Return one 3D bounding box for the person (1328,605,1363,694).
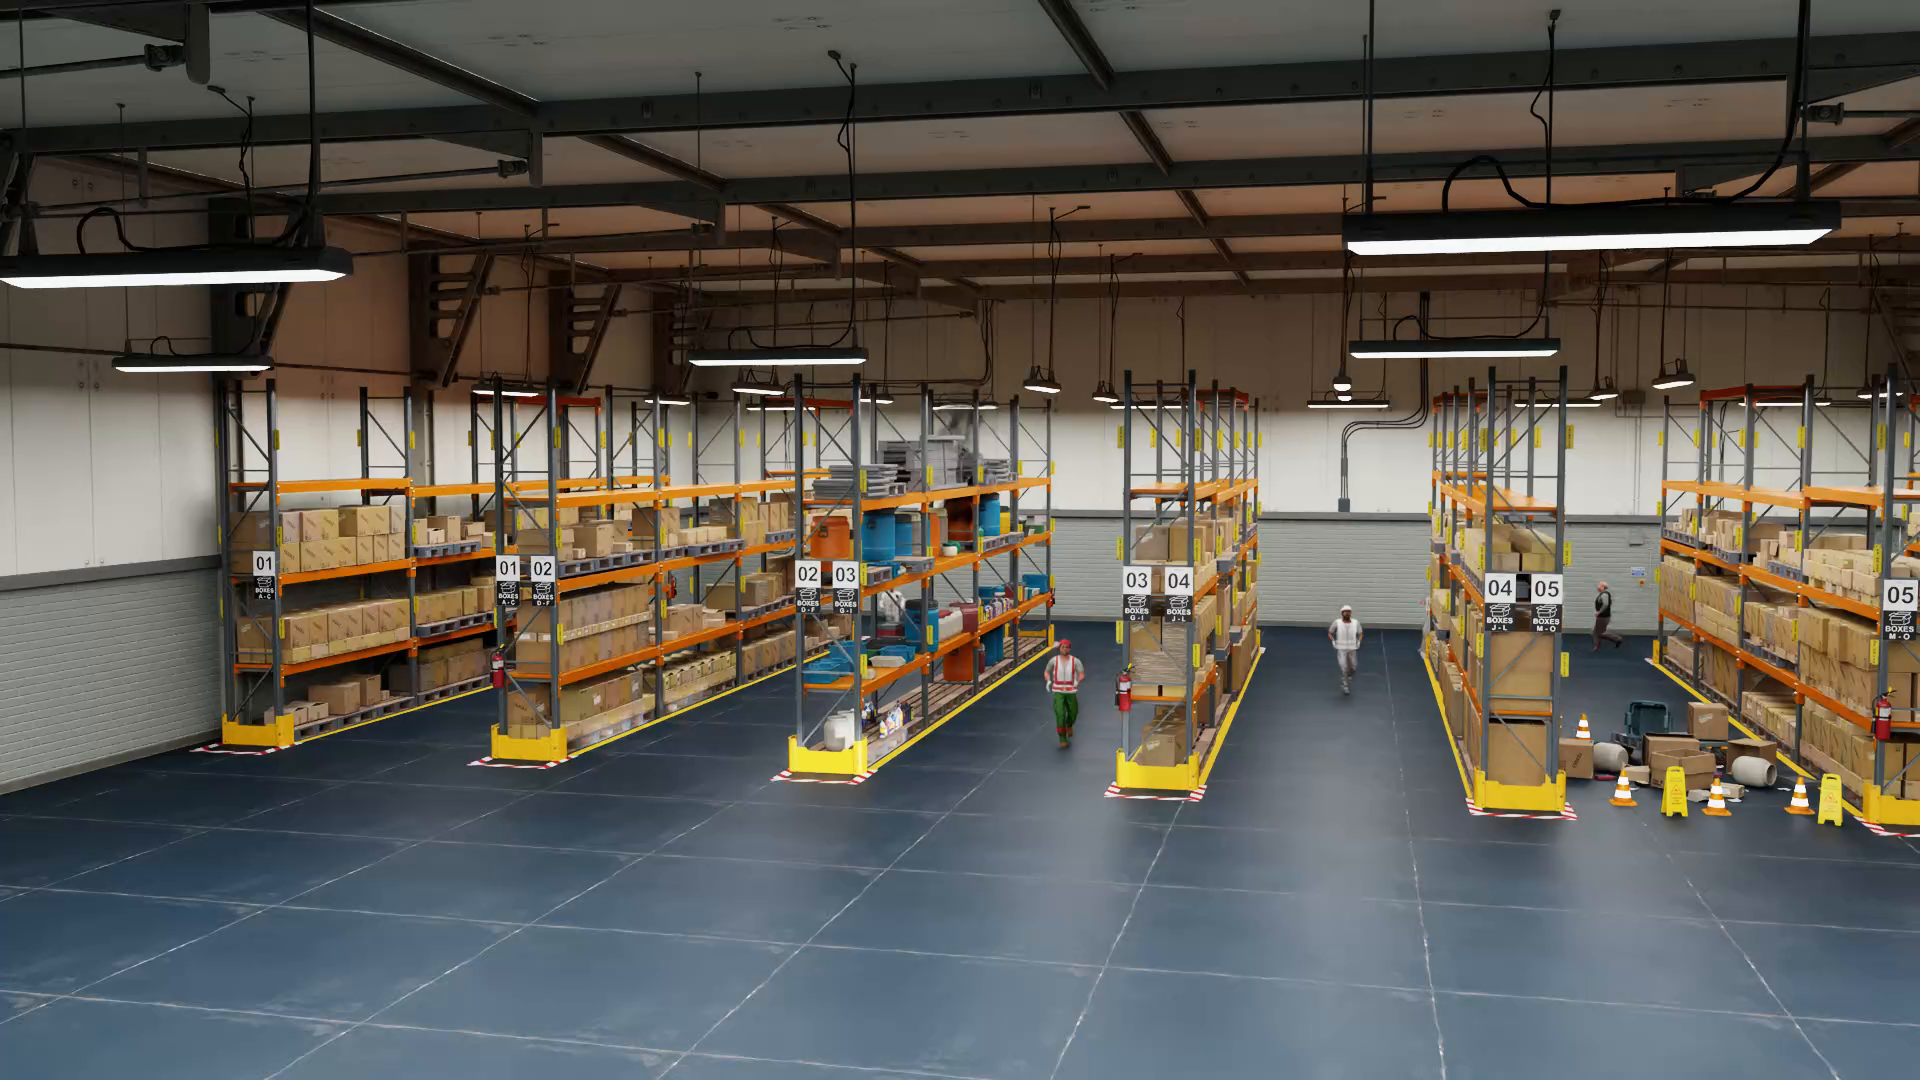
[{"bbox_3d":[7.642,2.158,32.956,0.685,1.735,0.667,0,3,4],"label":"person"}]

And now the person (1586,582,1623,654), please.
[{"bbox_3d":[15.045,1.825,38.756,0.802,1.707,0.667,1,4,23],"label":"person"}]

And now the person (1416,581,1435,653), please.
[{"bbox_3d":[11.220,1.775,39.198,0.935,1.806,0.693,1,3,9],"label":"person"}]

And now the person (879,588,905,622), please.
[{"bbox_3d":[-1.611,1.793,39.434,0.595,1.709,0.921,0,3,3],"label":"person"}]

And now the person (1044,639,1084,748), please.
[{"bbox_3d":[1.708,2.495,27.241,0.663,1.748,0.780,0,3,2],"label":"person"}]
